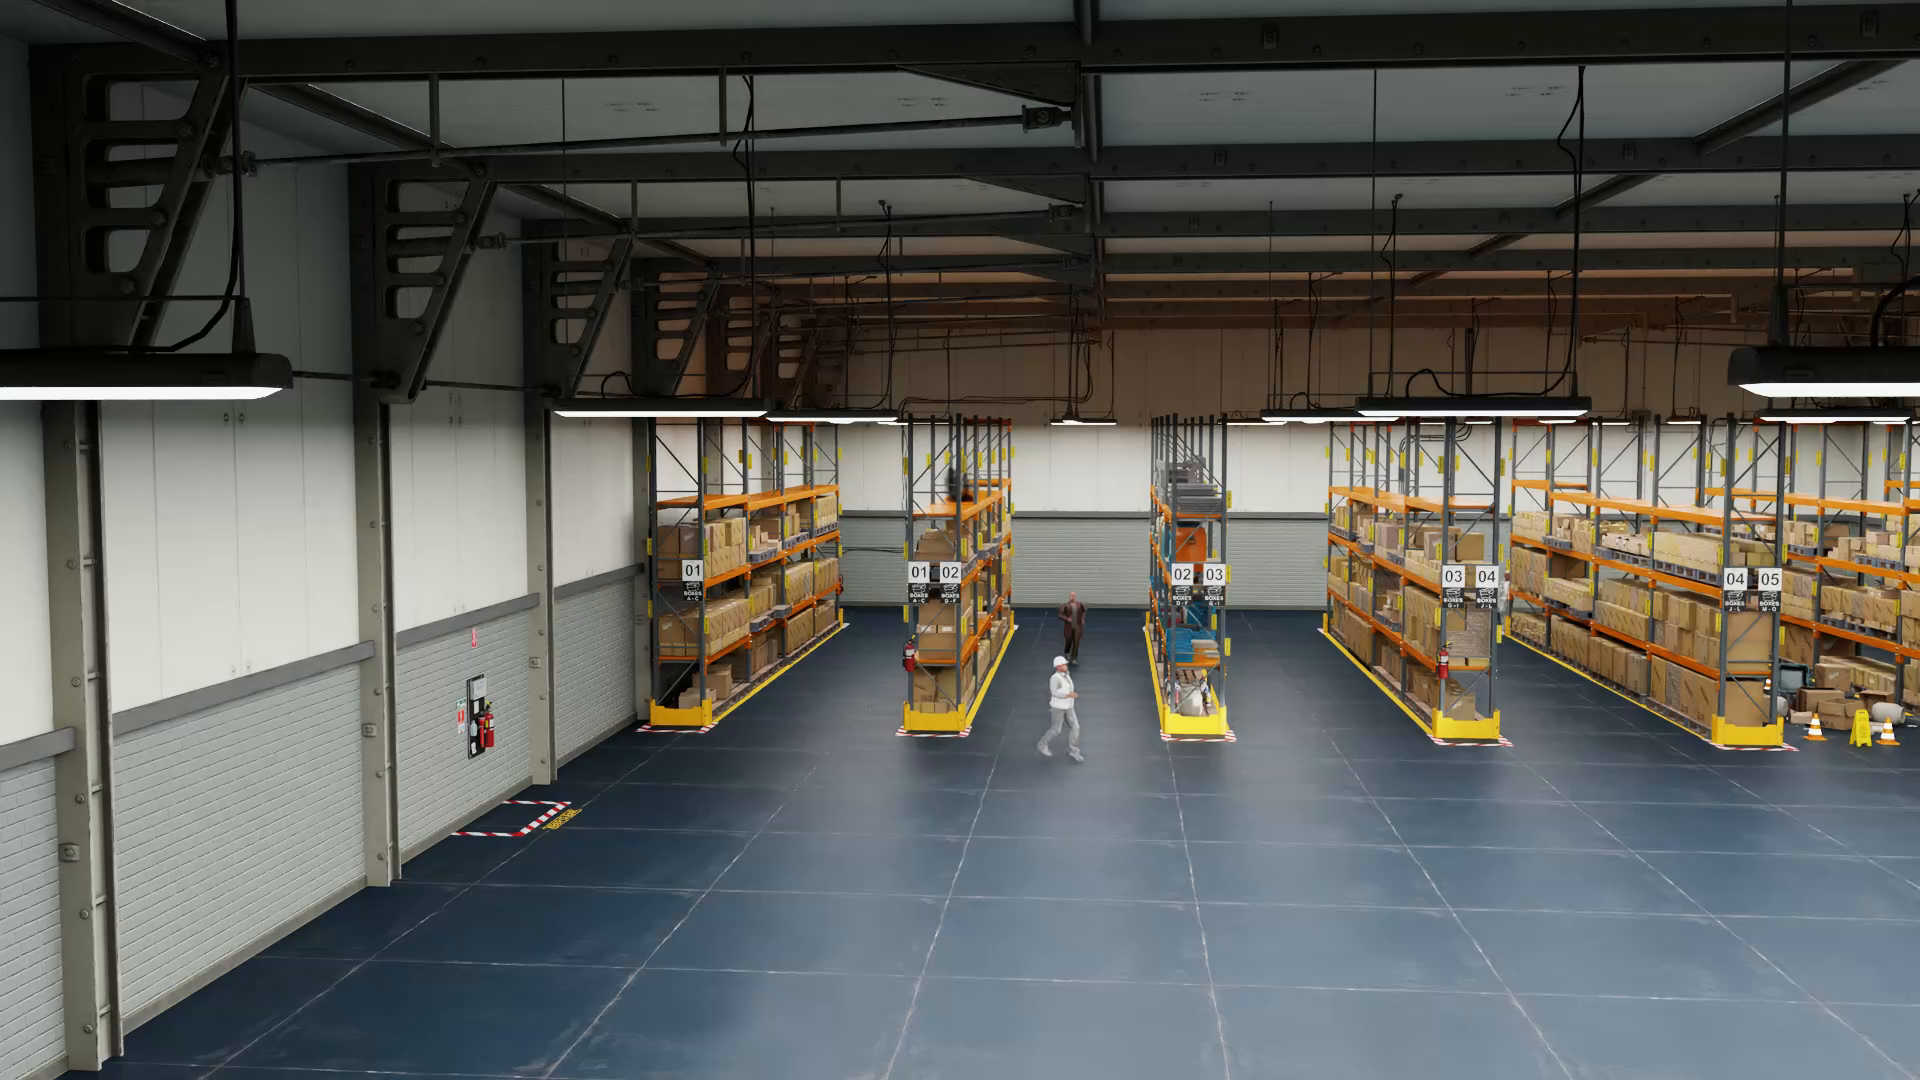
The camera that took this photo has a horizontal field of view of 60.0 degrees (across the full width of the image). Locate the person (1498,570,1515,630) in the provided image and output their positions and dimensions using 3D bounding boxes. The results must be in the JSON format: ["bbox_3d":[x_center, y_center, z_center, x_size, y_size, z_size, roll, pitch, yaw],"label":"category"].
[{"bbox_3d":[15.555,1.693,47.125,0.729,1.759,0.718,-1,4,-13],"label":"person"}]

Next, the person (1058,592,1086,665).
[{"bbox_3d":[2.743,2.126,40.463,0.714,1.748,0.843,0,4,-6],"label":"person"}]

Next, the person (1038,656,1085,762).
[{"bbox_3d":[1.741,2.909,28.693,0.849,1.823,0.663,3,5,35],"label":"person"}]
